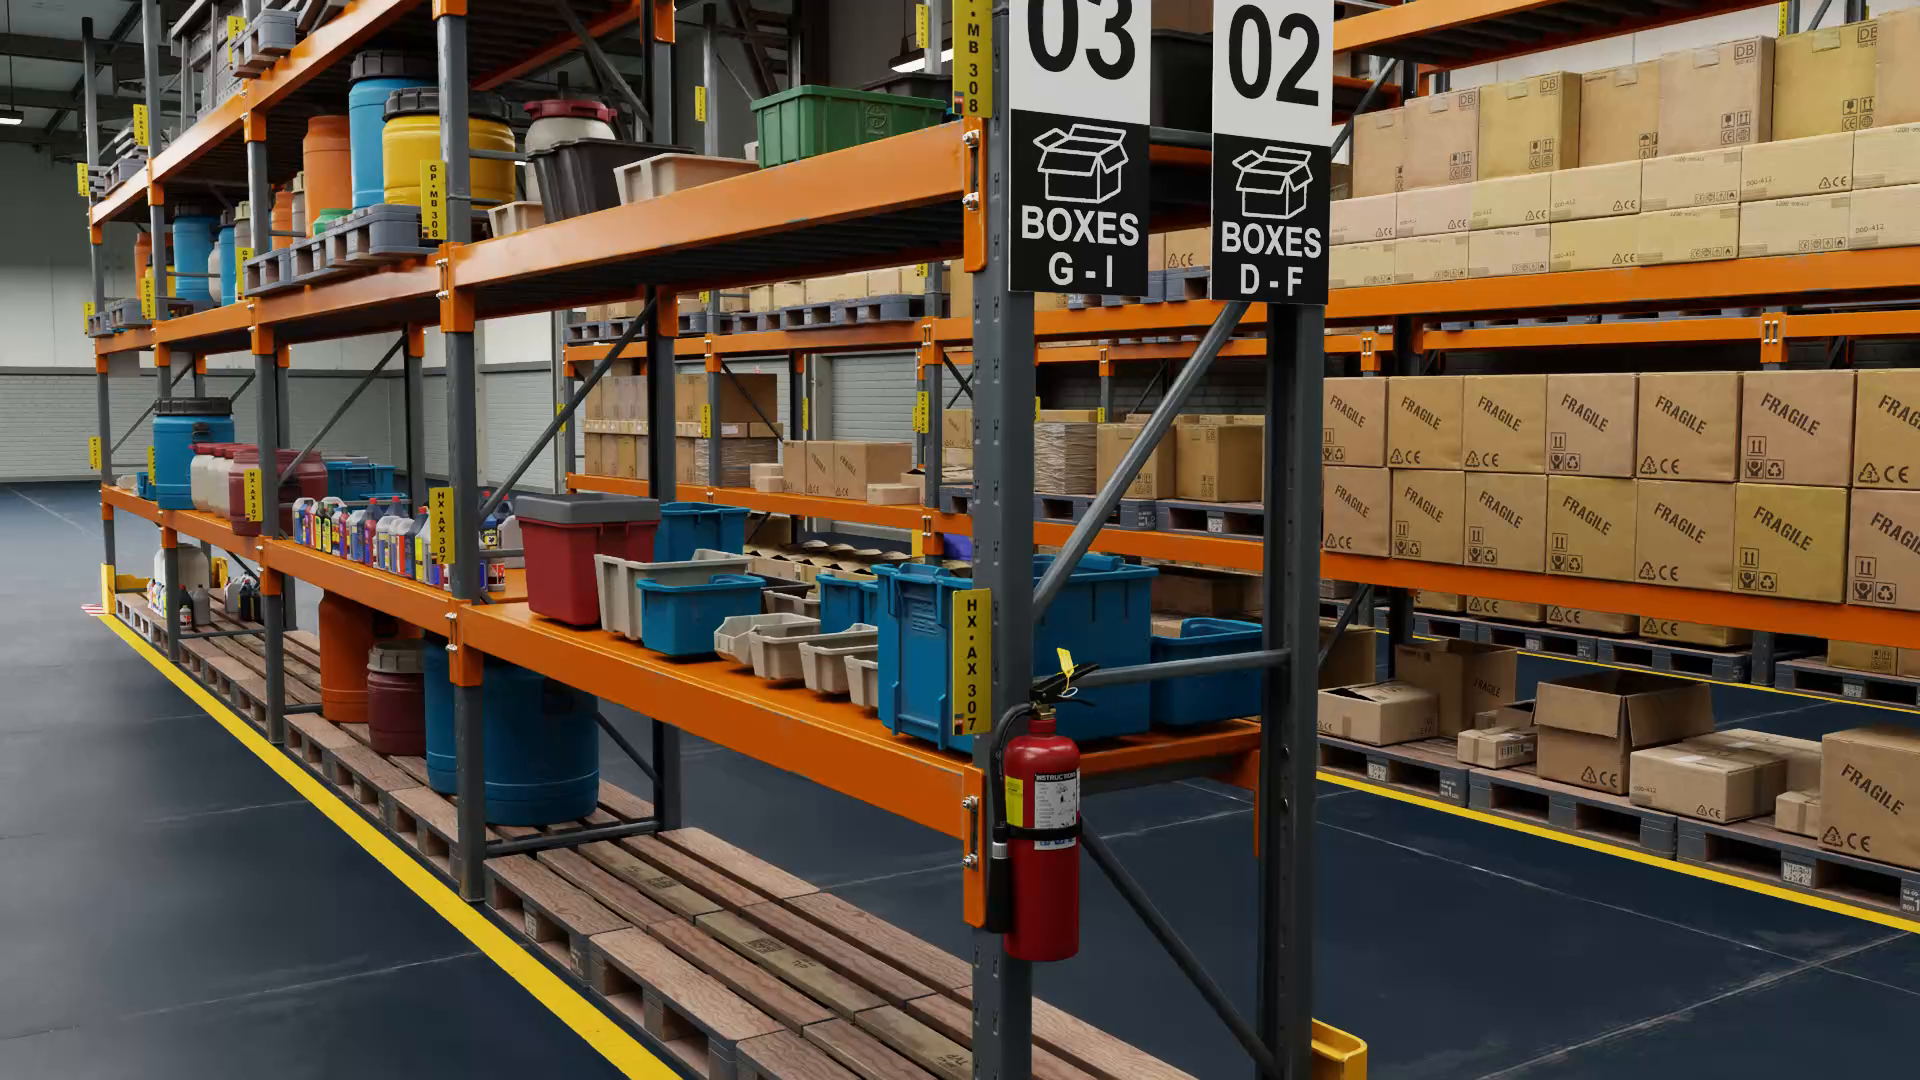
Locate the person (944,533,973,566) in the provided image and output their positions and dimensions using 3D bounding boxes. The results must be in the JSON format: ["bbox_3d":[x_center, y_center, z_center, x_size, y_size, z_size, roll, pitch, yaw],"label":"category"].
[{"bbox_3d":[-0.056,0.249,17.629,0.504,0.926,0.812,-3,6,-34],"label":"person"}]
